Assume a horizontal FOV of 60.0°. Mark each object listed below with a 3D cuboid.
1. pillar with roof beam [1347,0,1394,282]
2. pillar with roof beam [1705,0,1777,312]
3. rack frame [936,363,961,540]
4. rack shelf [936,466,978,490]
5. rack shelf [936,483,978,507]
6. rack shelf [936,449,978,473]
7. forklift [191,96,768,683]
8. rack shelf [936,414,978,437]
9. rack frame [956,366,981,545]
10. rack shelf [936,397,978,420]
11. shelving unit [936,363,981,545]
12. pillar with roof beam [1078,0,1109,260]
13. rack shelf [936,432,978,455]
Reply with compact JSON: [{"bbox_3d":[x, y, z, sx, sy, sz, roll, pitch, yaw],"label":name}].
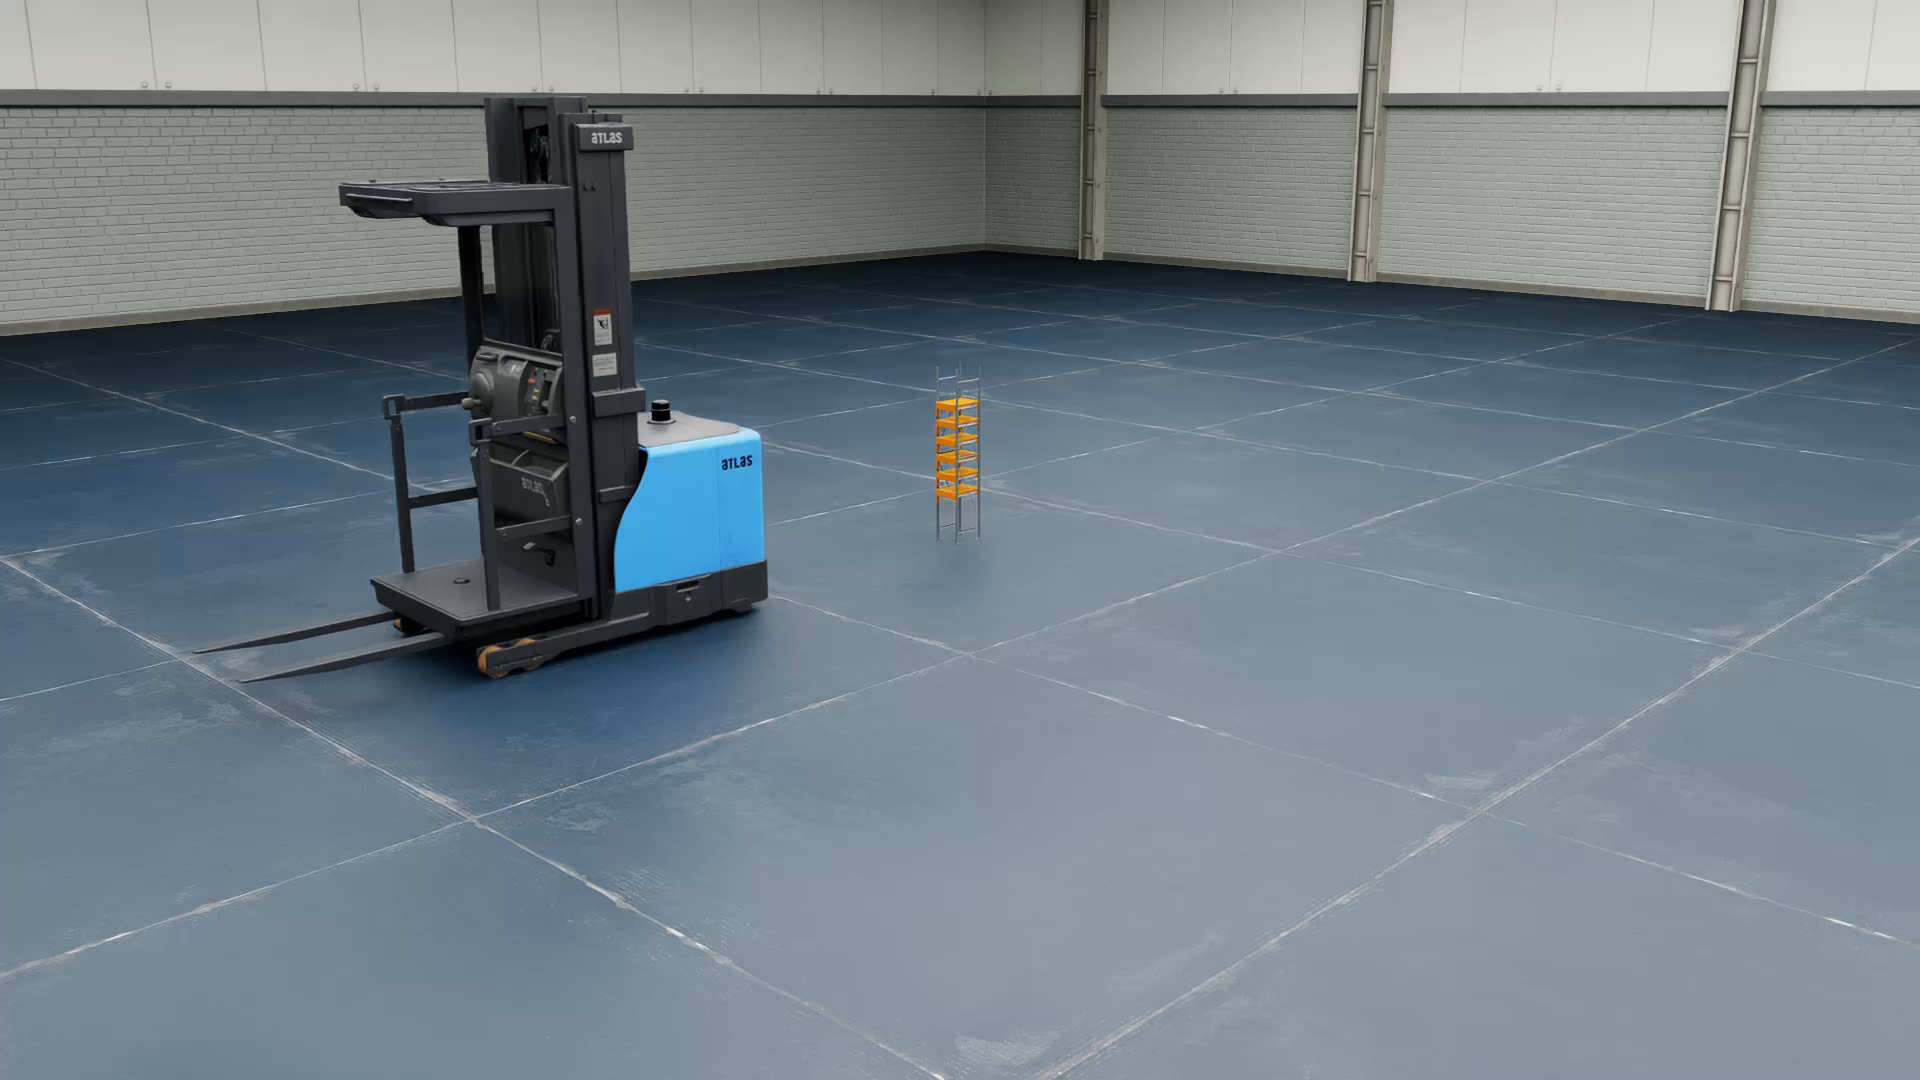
[{"bbox_3d":[3.891,-8.007,24.315,0.400,9.000,9.100,14,20,42],"label":"pillar with roof beam"},{"bbox_3d":[8.210,-6.957,20.285,0.400,9.000,9.100,14,20,42],"label":"pillar with roof beam"},{"bbox_3d":[-0.076,-0.599,11.352,0.006,1.200,0.240,14,20,42],"label":"rack frame"},{"bbox_3d":[-0.010,-0.424,11.332,0.180,0.103,0.258,14,20,42],"label":"rack shelf"},{"bbox_3d":[-0.010,-0.308,11.362,0.180,0.103,0.258,14,20,42],"label":"rack shelf"},{"bbox_3d":[-0.010,-0.540,11.302,0.180,0.103,0.258,14,20,42],"label":"rack shelf"},{"bbox_3d":[-2.558,-0.845,8.862,3.031,2.935,1.130,-13,20,-41],"label":"forklift"},{"bbox_3d":[-0.010,-0.772,11.241,0.180,0.103,0.258,14,20,42],"label":"rack shelf"},{"bbox_3d":[0.055,-0.567,11.229,0.006,1.200,0.240,14,20,42],"label":"rack frame"},{"bbox_3d":[-0.010,-0.889,11.211,0.180,0.103,0.258,14,20,42],"label":"rack shelf"},{"bbox_3d":[-0.010,-0.583,11.291,0.189,1.200,0.258,14,20,42],"label":"shelving unit"},{"bbox_3d":[-0.429,-9.057,28.345,0.400,9.000,9.100,14,20,42],"label":"pillar with roof beam"},{"bbox_3d":[-0.010,-0.656,11.271,0.180,0.103,0.258,14,20,42],"label":"rack shelf"}]
